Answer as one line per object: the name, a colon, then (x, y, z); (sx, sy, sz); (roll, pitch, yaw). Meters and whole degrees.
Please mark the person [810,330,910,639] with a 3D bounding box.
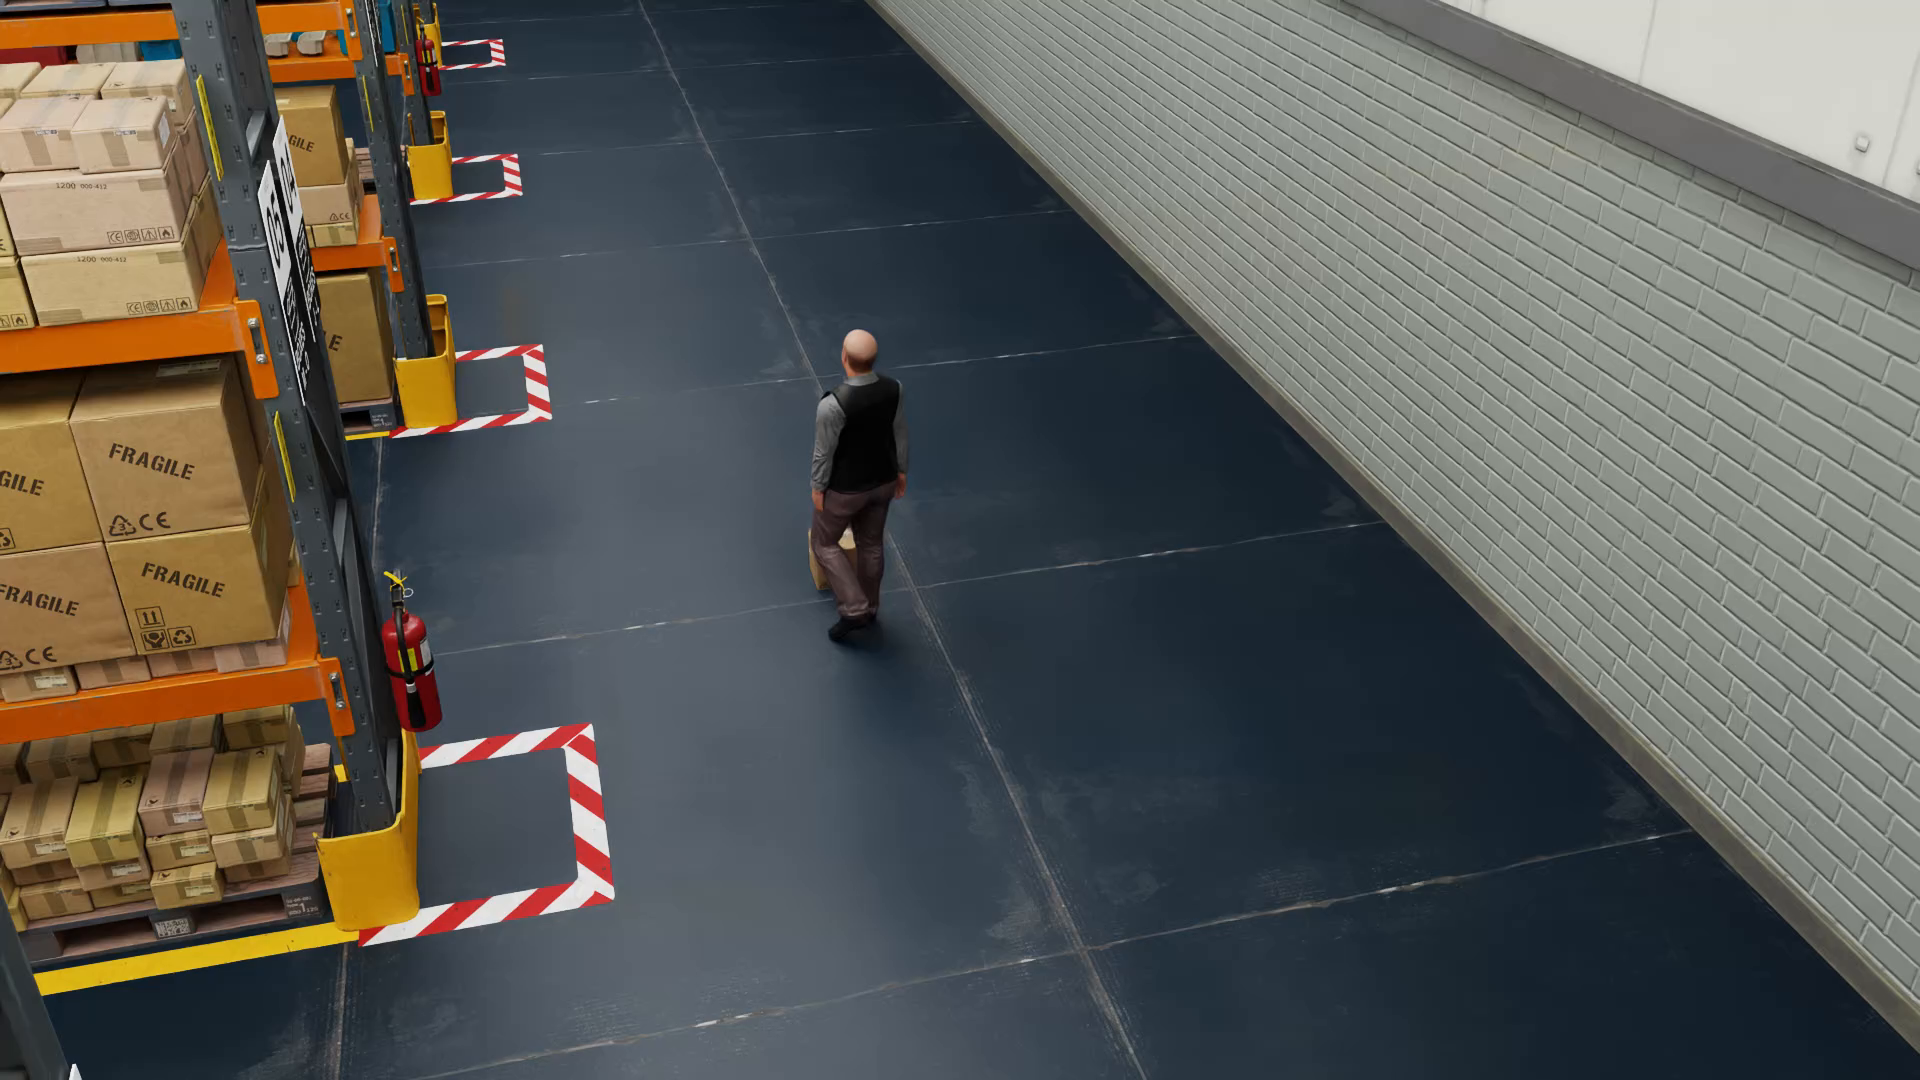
person: (-0.541, -0.298, 8.772); (0.557, 1.736, 0.479); (-21, 36, -32)
